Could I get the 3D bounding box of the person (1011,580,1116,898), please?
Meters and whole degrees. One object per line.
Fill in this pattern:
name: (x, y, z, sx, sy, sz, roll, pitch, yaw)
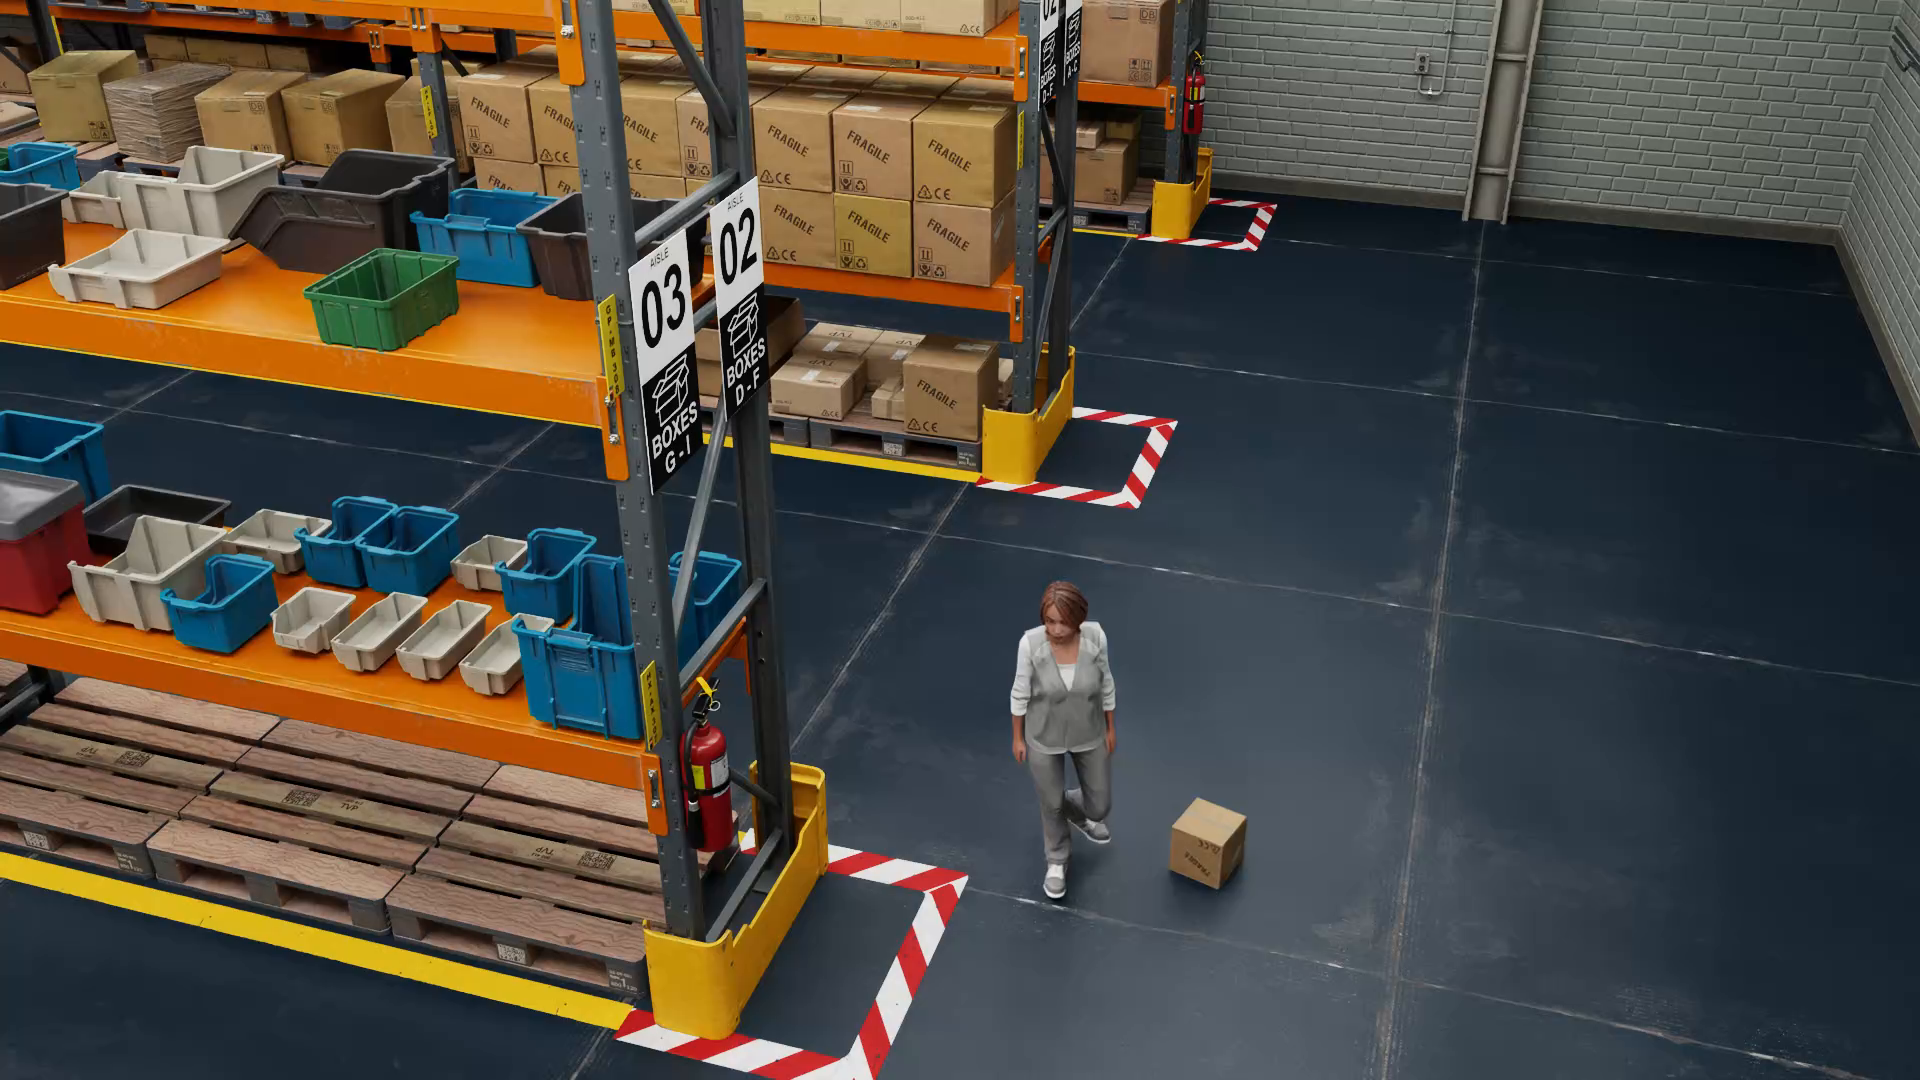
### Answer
person: (0.447, 0.811, 7.084, 0.480, 1.579, 0.484, -2, 30, -3)
